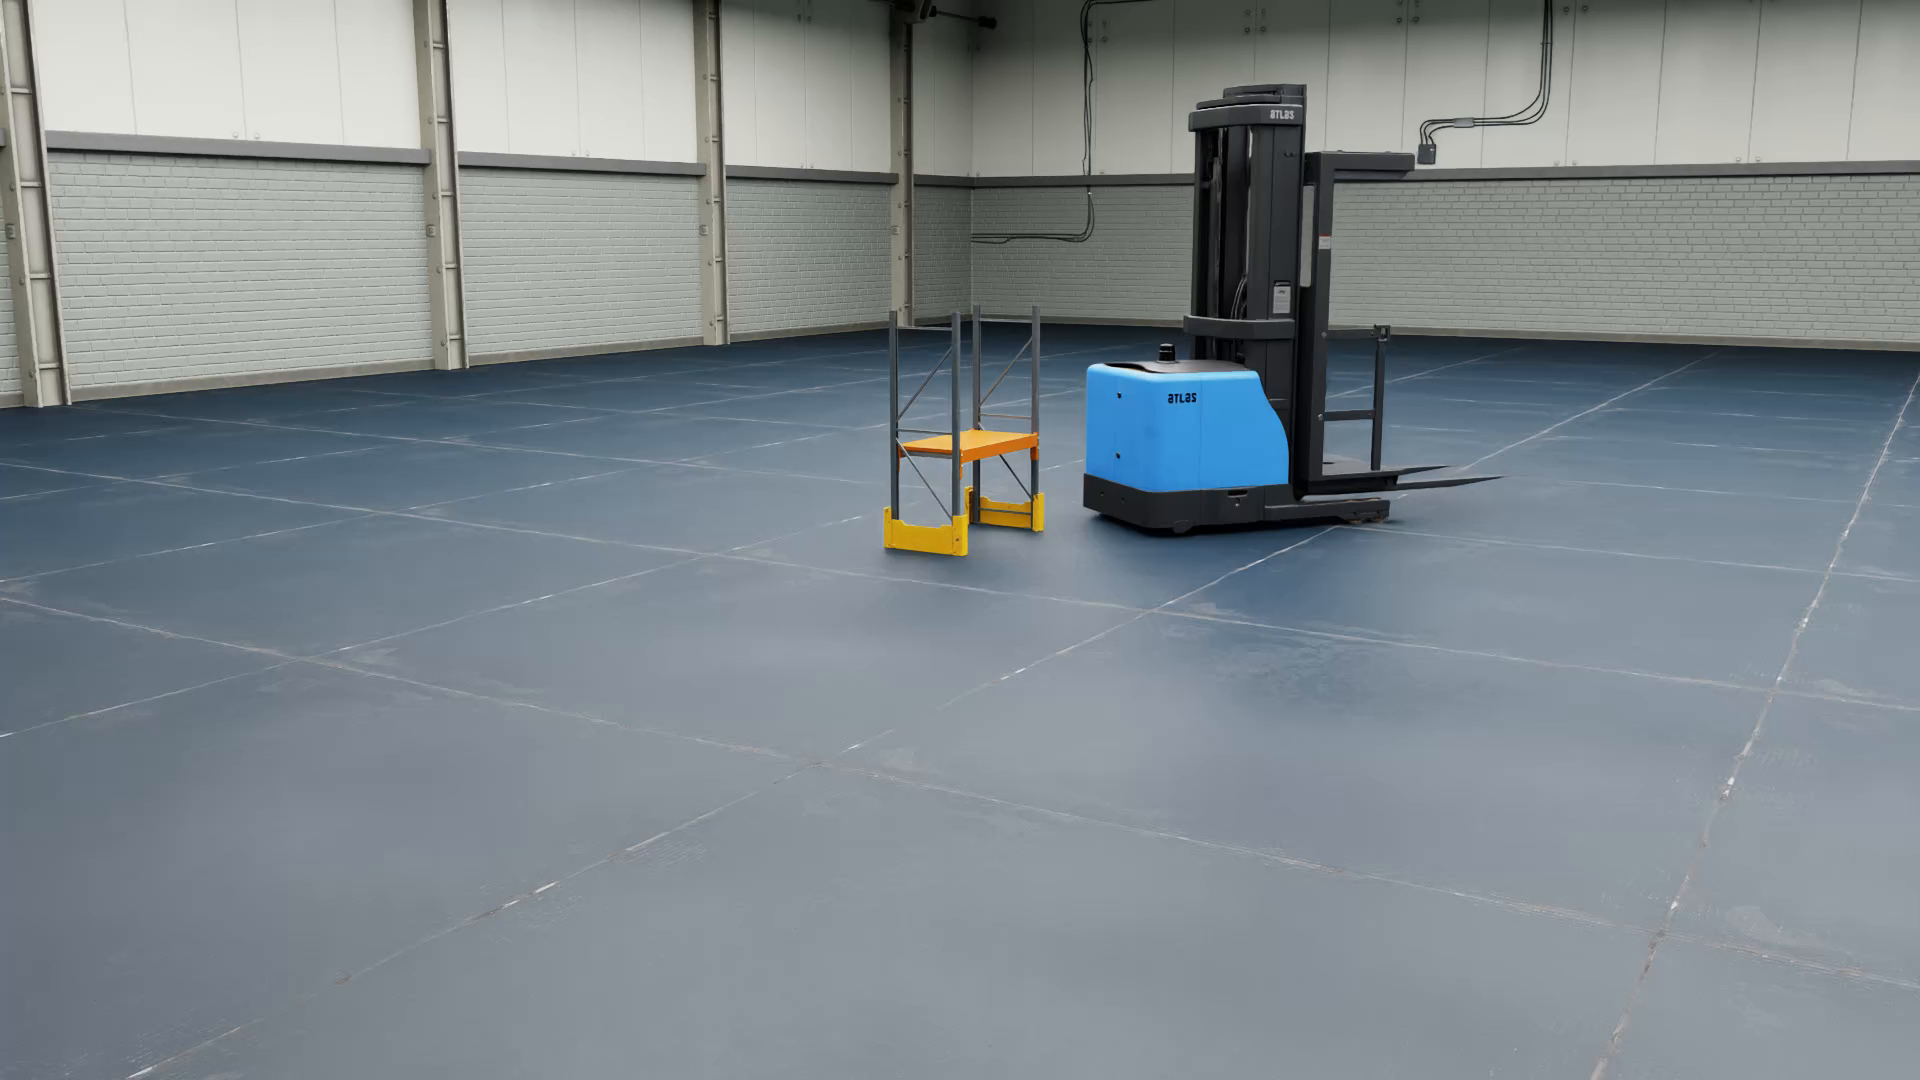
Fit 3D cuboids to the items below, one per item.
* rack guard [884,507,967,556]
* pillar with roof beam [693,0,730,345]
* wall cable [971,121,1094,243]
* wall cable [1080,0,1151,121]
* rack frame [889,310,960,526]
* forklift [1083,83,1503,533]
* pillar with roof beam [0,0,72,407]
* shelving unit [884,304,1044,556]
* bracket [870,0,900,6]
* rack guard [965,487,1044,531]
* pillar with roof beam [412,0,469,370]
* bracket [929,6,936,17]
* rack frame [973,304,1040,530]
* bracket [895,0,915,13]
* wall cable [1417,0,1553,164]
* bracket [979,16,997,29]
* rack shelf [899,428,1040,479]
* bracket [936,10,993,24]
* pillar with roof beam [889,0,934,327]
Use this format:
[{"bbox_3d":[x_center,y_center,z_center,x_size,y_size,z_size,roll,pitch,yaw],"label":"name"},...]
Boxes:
[{"bbox_3d":[-0.219,-0.057,10.491,0.587,0.250,0.087,6,12,31],"label":"rack guard"},{"bbox_3d":[-0.611,-7.454,26.232,9.100,9.000,0.400,6,12,31],"label":"pillar with roof beam"},{"bbox_3d":[1.485,-7.620,35.555,3.097,2.526,0.112,6,12,31],"label":"wall cable"},{"bbox_3d":[3.797,-9.844,33.710,3.097,2.526,0.112,6,12,31],"label":"wall cable"},{"bbox_3d":[-0.220,-0.671,10.375,0.500,1.500,0.032,6,12,31],"label":"rack frame"},{"bbox_3d":[2.437,-1.635,11.636,3.031,2.935,1.130,-4,11,-22],"label":"forklift"},{"bbox_3d":[-6.841,-5.567,16.152,9.100,9.000,0.400,6,12,31],"label":"pillar with roof beam"},{"bbox_3d":[0.040,-0.749,10.795,0.587,1.500,1.083,6,12,31],"label":"shelving unit"},{"bbox_3d":[-2.425,-10.074,30.444,0.076,0.066,4.783,6,12,31],"label":"bracket"},{"bbox_3d":[0.298,-0.213,11.328,0.587,0.250,0.087,6,12,31],"label":"rack guard"},{"bbox_3d":[-3.726,-6.511,21.192,9.100,9.000,0.400,6,12,31],"label":"pillar with roof beam"},{"bbox_3d":[-0.656,-10.610,33.306,0.235,0.232,0.430,6,12,31],"label":"bracket"},{"bbox_3d":[0.308,-0.831,11.229,0.500,1.500,0.032,6,12,31],"label":"rack frame"},{"bbox_3d":[-1.087,-10.479,32.609,0.235,0.232,0.430,6,12,31],"label":"bracket"},{"bbox_3d":[9.590,-9.909,30.099,2.305,6.003,0.169,6,12,31],"label":"wall cable"},{"bbox_3d":[0.574,-10.983,35.297,0.235,0.232,0.430,6,12,31],"label":"bracket"},{"bbox_3d":[0.044,-0.574,10.835,0.538,0.185,1.000,6,12,31],"label":"rack shelf"},{"bbox_3d":[0.268,-10.890,34.801,0.076,0.066,3.189,6,12,31],"label":"bracket"},{"bbox_3d":[2.504,-8.398,31.273,9.100,9.000,0.548,6,12,31],"label":"pillar with roof beam"}]
